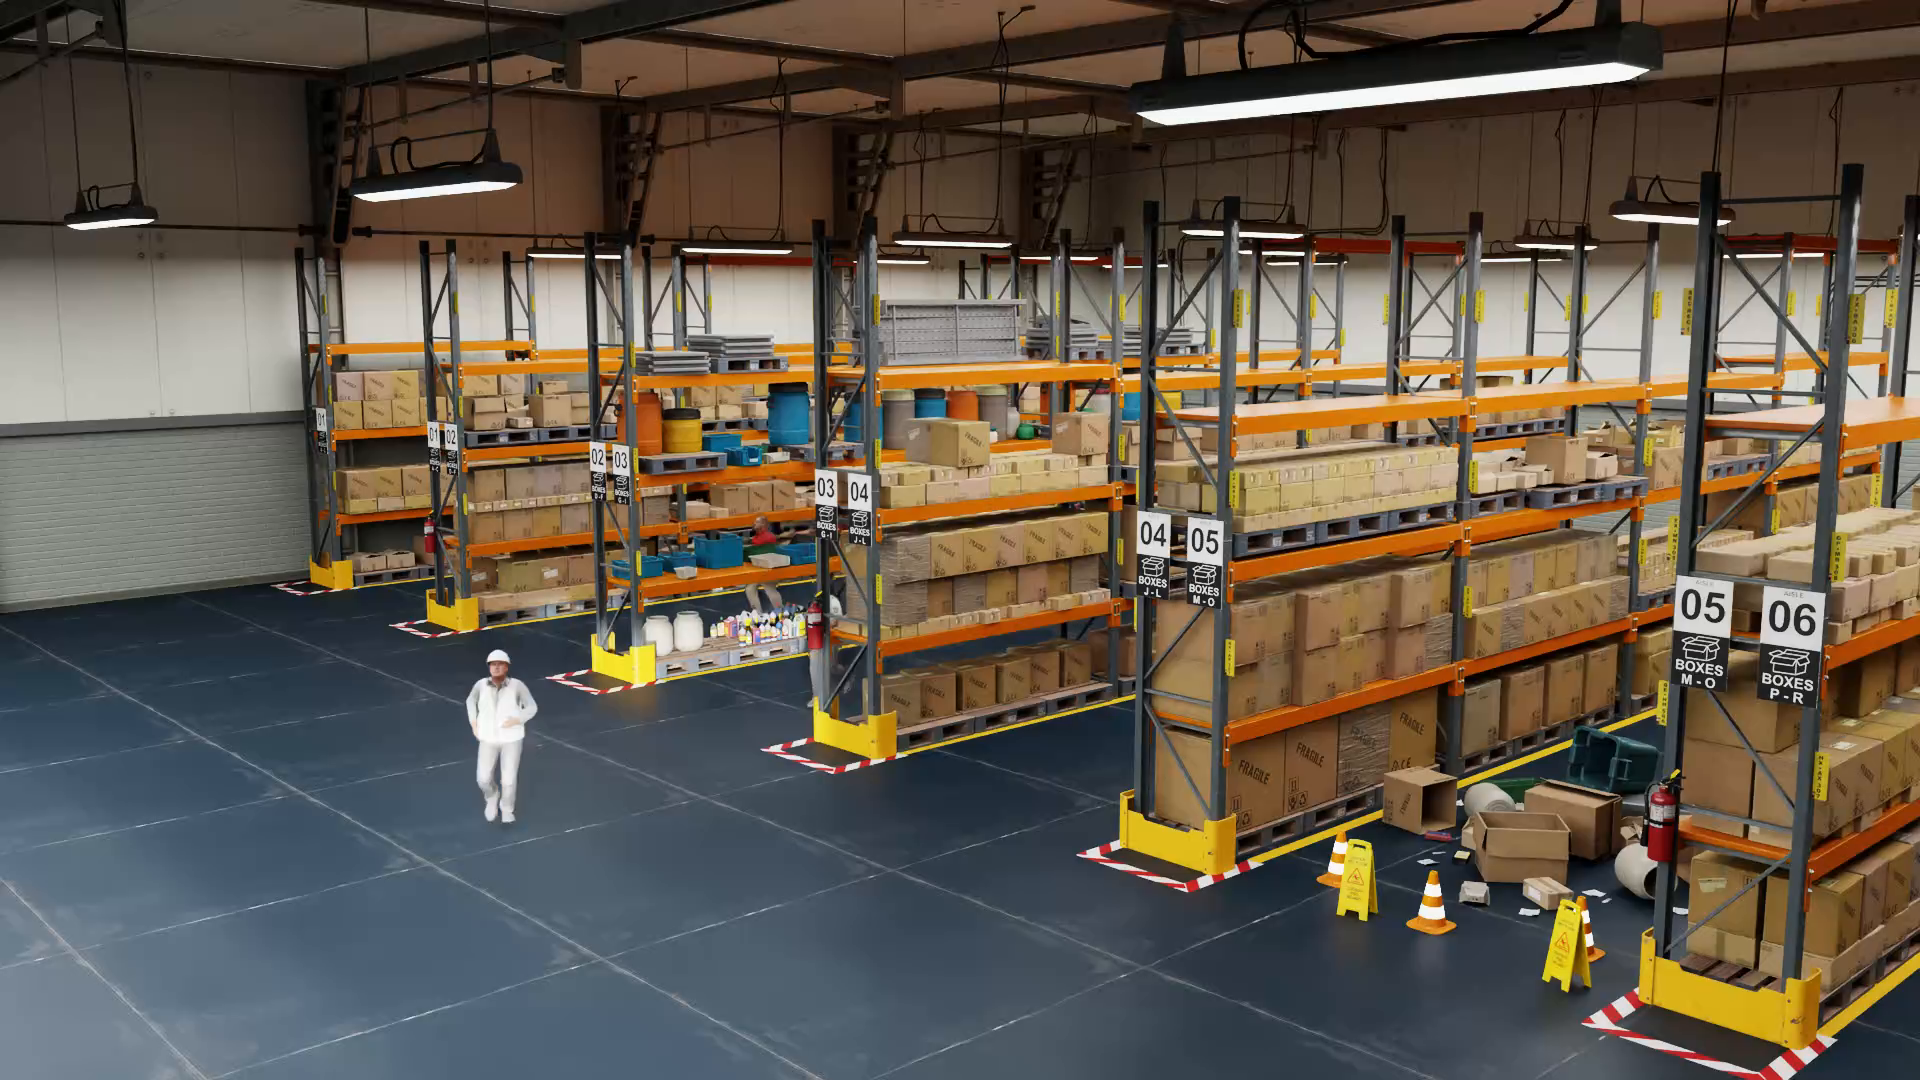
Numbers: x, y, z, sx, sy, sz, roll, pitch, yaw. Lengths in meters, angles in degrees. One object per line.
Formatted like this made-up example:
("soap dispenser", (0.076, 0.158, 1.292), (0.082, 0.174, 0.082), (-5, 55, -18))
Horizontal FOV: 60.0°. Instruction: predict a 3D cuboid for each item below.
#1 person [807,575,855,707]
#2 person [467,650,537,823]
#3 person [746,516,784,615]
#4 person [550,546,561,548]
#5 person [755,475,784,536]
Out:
("person", (-1.681, 1.236, 21.129), (0.600, 1.669, 0.835), (6, 10, 37))
("person", (-4.471, 1.932, 16.188), (0.708, 1.740, 0.557), (-1, 8, -4))
("person", (-3.078, 0.511, 26.180), (0.777, 1.805, 0.624), (-8, 12, -43))
("person", (-7.107, -0.003, 29.480), (0.659, 1.736, 0.599), (7, 11, 38))
("person", (-3.803, -0.526, 33.311), (0.582, 1.708, 0.758), (7, 11, 38))
